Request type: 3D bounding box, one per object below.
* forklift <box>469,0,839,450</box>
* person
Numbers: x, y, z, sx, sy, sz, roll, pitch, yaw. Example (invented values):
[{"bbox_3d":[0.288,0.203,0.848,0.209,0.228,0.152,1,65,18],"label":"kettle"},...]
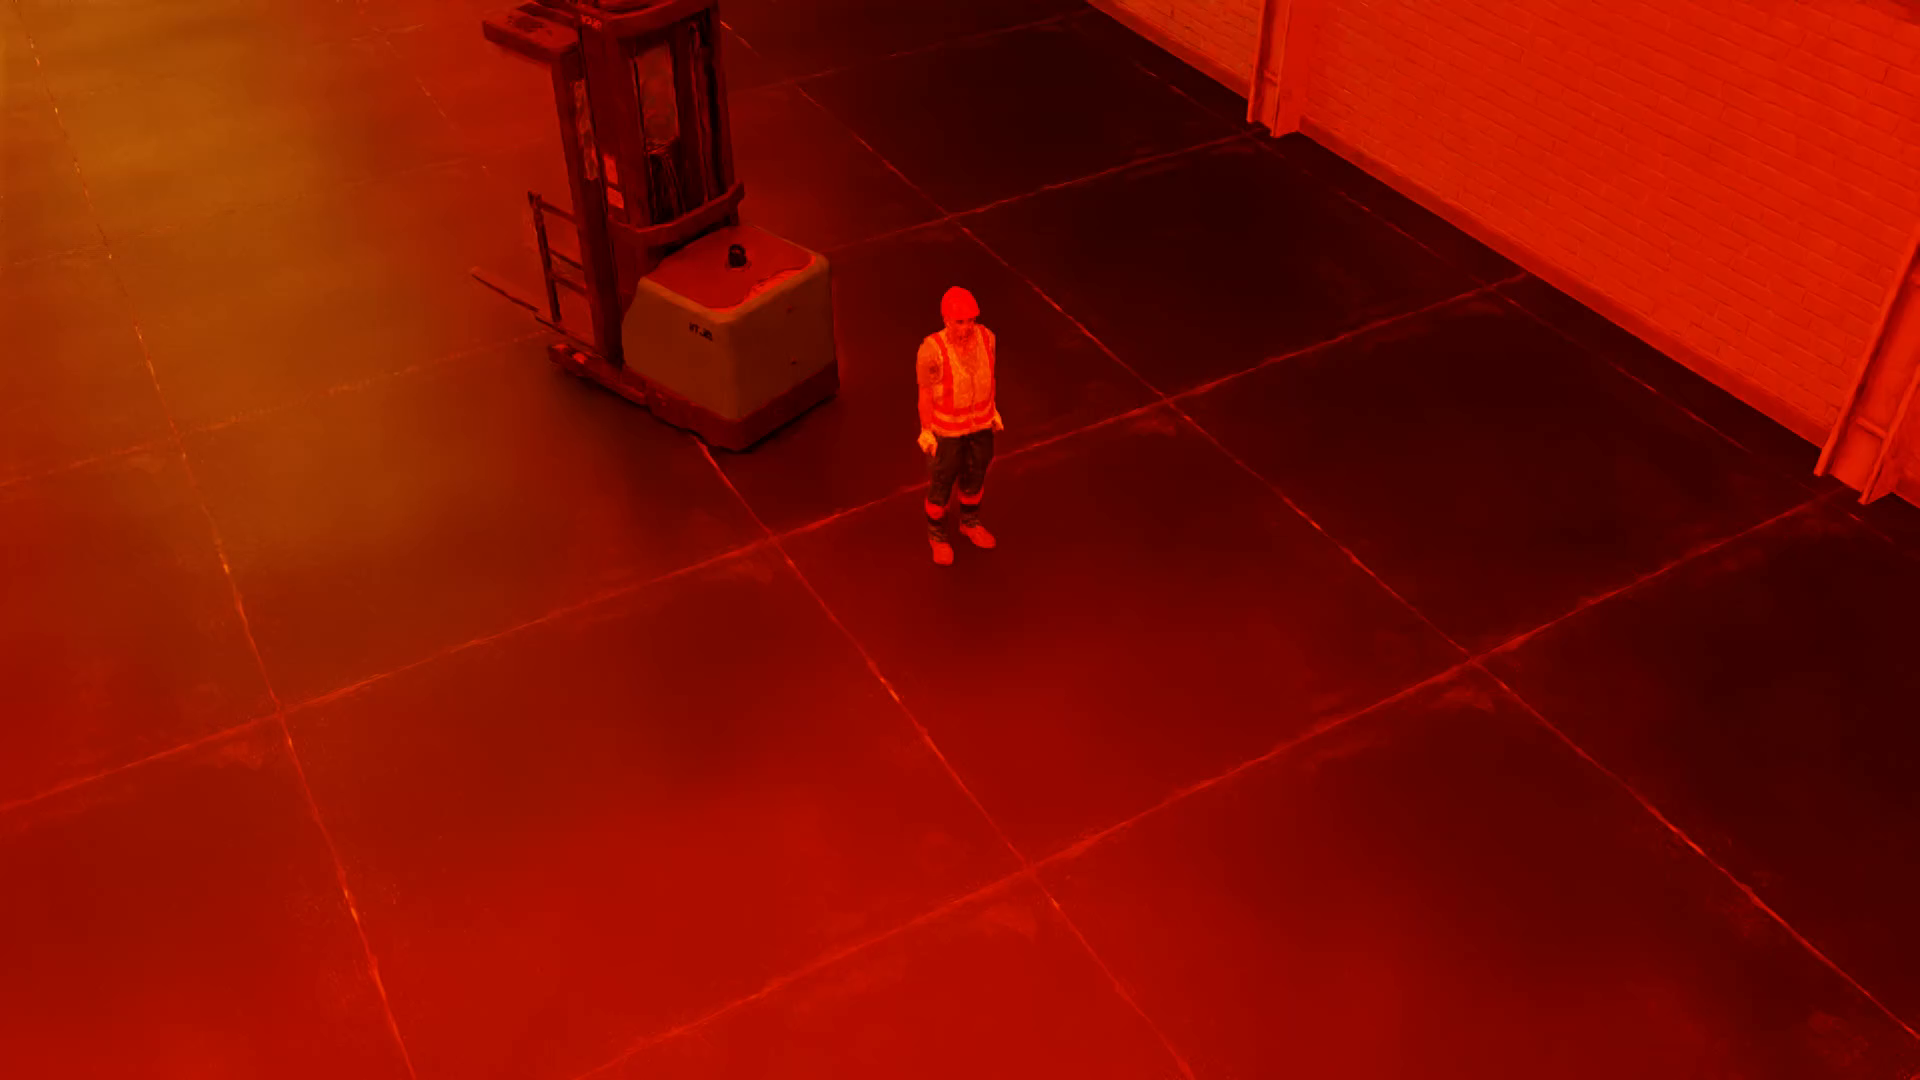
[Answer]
[{"bbox_3d":[-2.291,-2.514,11.067,3.031,2.935,1.130,28,47,30],"label":"forklift"},{"bbox_3d":[0.011,-0.678,9.747,0.540,1.795,0.349,-20,44,-23],"label":"person"}]
